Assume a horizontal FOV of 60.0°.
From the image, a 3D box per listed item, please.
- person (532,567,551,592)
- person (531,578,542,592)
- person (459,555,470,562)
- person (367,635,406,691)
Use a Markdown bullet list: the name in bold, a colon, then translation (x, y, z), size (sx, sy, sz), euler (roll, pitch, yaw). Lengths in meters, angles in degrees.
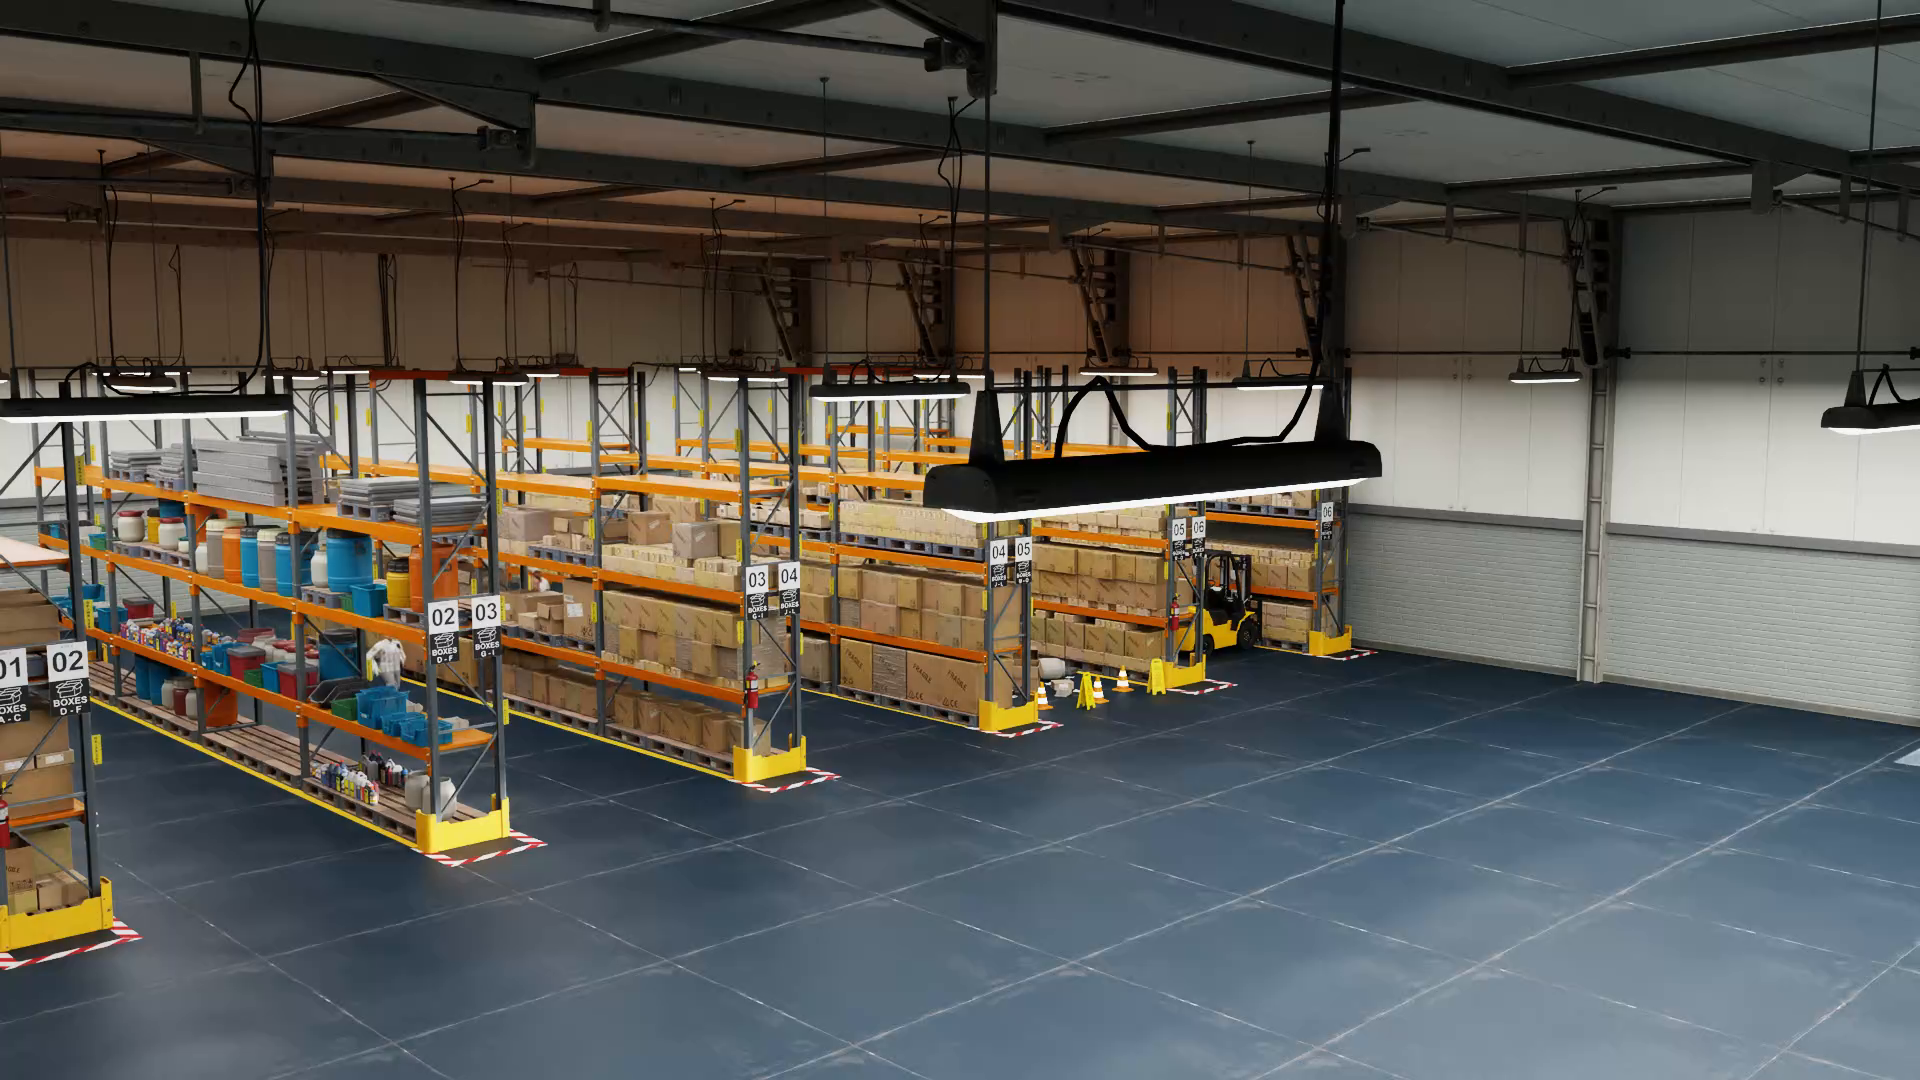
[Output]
- **person**: translation (-9.150, 1.423, 35.975), size (0.698, 1.741, 0.662), euler (-6, 9, -42)
- **person**: translation (-8.510, 1.647, 33.408), size (1.033, 1.784, 0.701), euler (5, 8, 36)
- **person**: translation (-11.413, 1.181, 38.168), size (0.716, 1.743, 0.826), euler (-3, 7, -23)
- **person**: translation (-9.767, 2.269, 28.578), size (0.608, 1.660, 0.593), euler (5, 8, 36)
